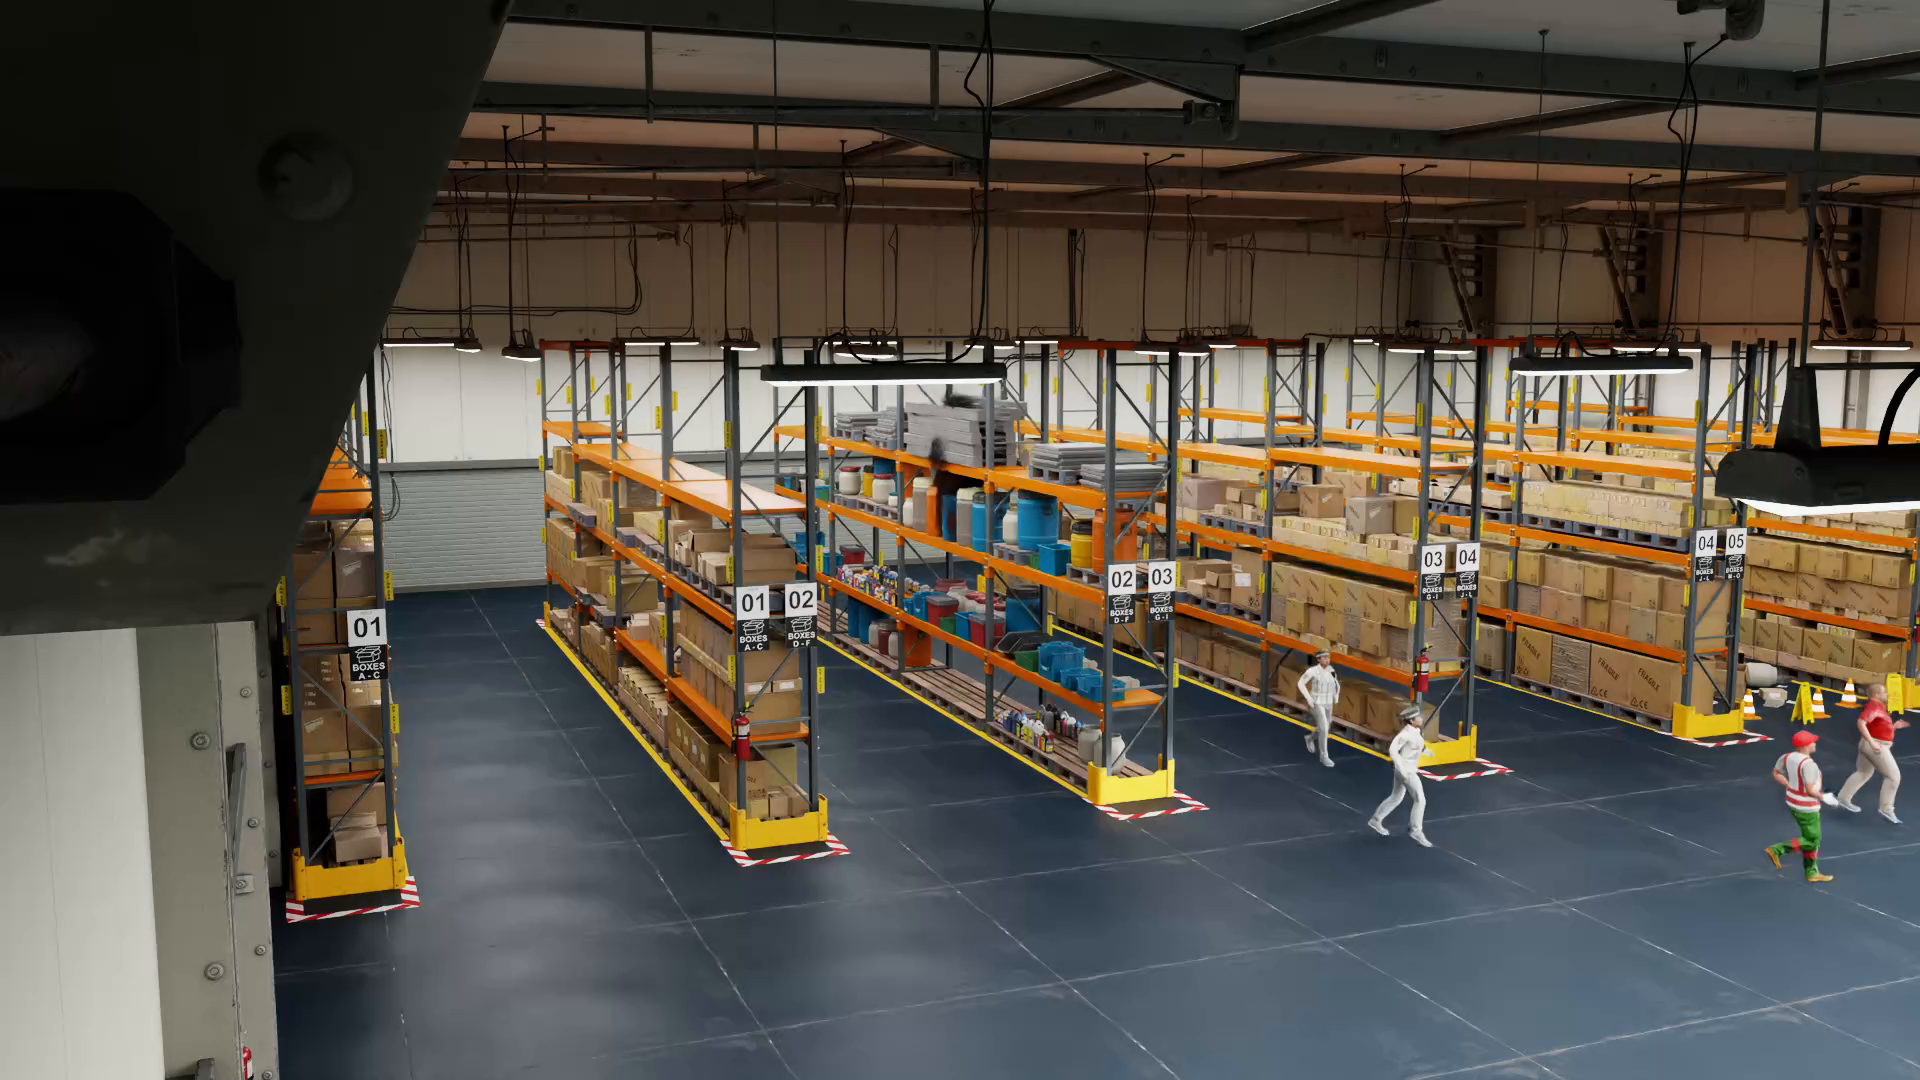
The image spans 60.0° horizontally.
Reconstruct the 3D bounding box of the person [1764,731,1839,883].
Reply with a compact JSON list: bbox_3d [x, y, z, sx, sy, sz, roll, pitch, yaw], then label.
[{"bbox_3d":[9.519,3.022,18.852,0.832,1.762,0.655,0,7,-2],"label":"person"}]

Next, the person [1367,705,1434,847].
[{"bbox_3d":[5.405,2.855,20.355,0.774,1.744,0.607,2,8,13],"label":"person"}]

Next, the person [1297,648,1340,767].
[{"bbox_3d":[5.199,2.378,24.090,0.631,1.689,0.760,-3,8,-25],"label":"person"}]

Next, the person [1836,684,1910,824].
[{"bbox_3d":[11.694,2.724,21.288,0.798,1.798,0.637,2,8,14],"label":"person"}]
